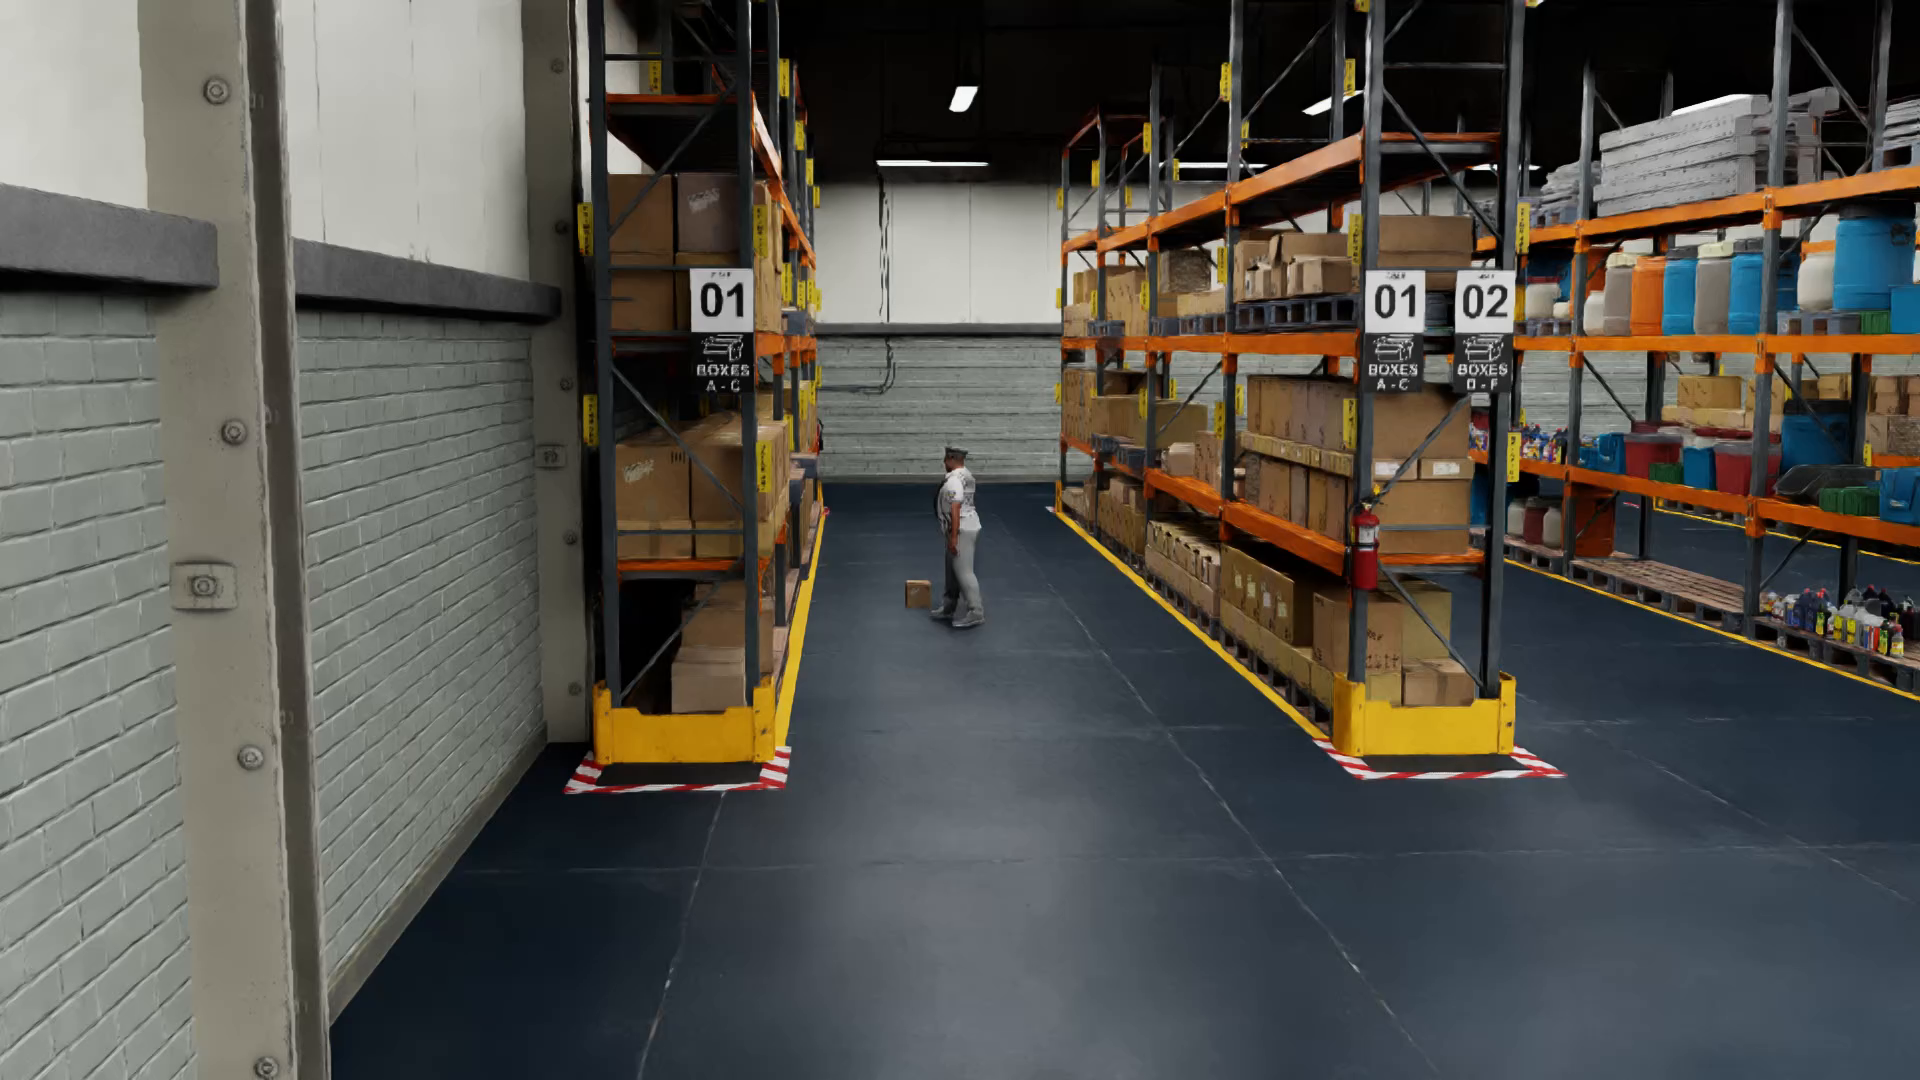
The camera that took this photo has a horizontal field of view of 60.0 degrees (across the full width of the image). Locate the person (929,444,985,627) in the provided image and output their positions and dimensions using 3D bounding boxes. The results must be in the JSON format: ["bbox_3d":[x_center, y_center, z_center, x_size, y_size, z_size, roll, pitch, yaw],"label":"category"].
[{"bbox_3d":[-0.017,-0.052,16.230,0.623,1.752,0.618,1,7,12],"label":"person"}]
